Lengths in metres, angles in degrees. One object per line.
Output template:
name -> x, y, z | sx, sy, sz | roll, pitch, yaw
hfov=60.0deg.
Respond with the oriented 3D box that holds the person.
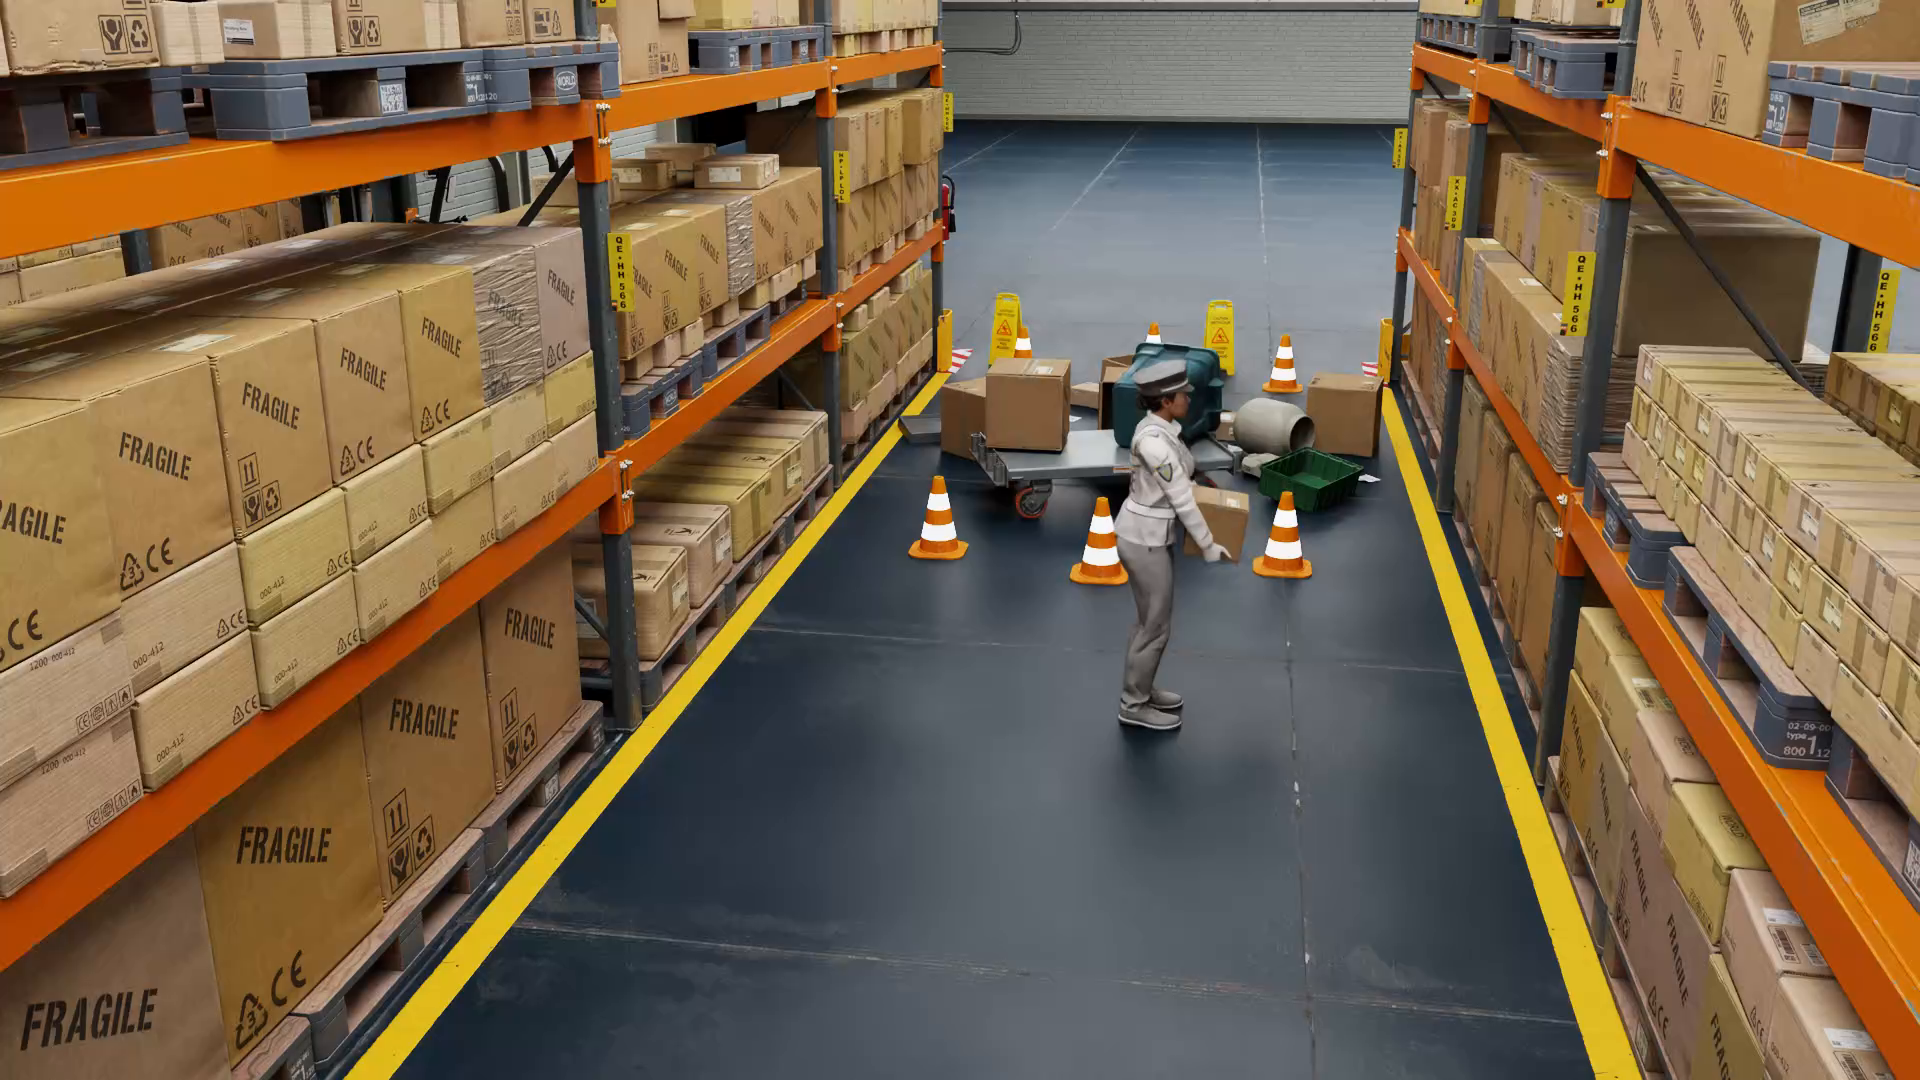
person -> 0.954, 0.017, 7.486 | 0.528, 1.682, 0.417 | 3, 18, 8
